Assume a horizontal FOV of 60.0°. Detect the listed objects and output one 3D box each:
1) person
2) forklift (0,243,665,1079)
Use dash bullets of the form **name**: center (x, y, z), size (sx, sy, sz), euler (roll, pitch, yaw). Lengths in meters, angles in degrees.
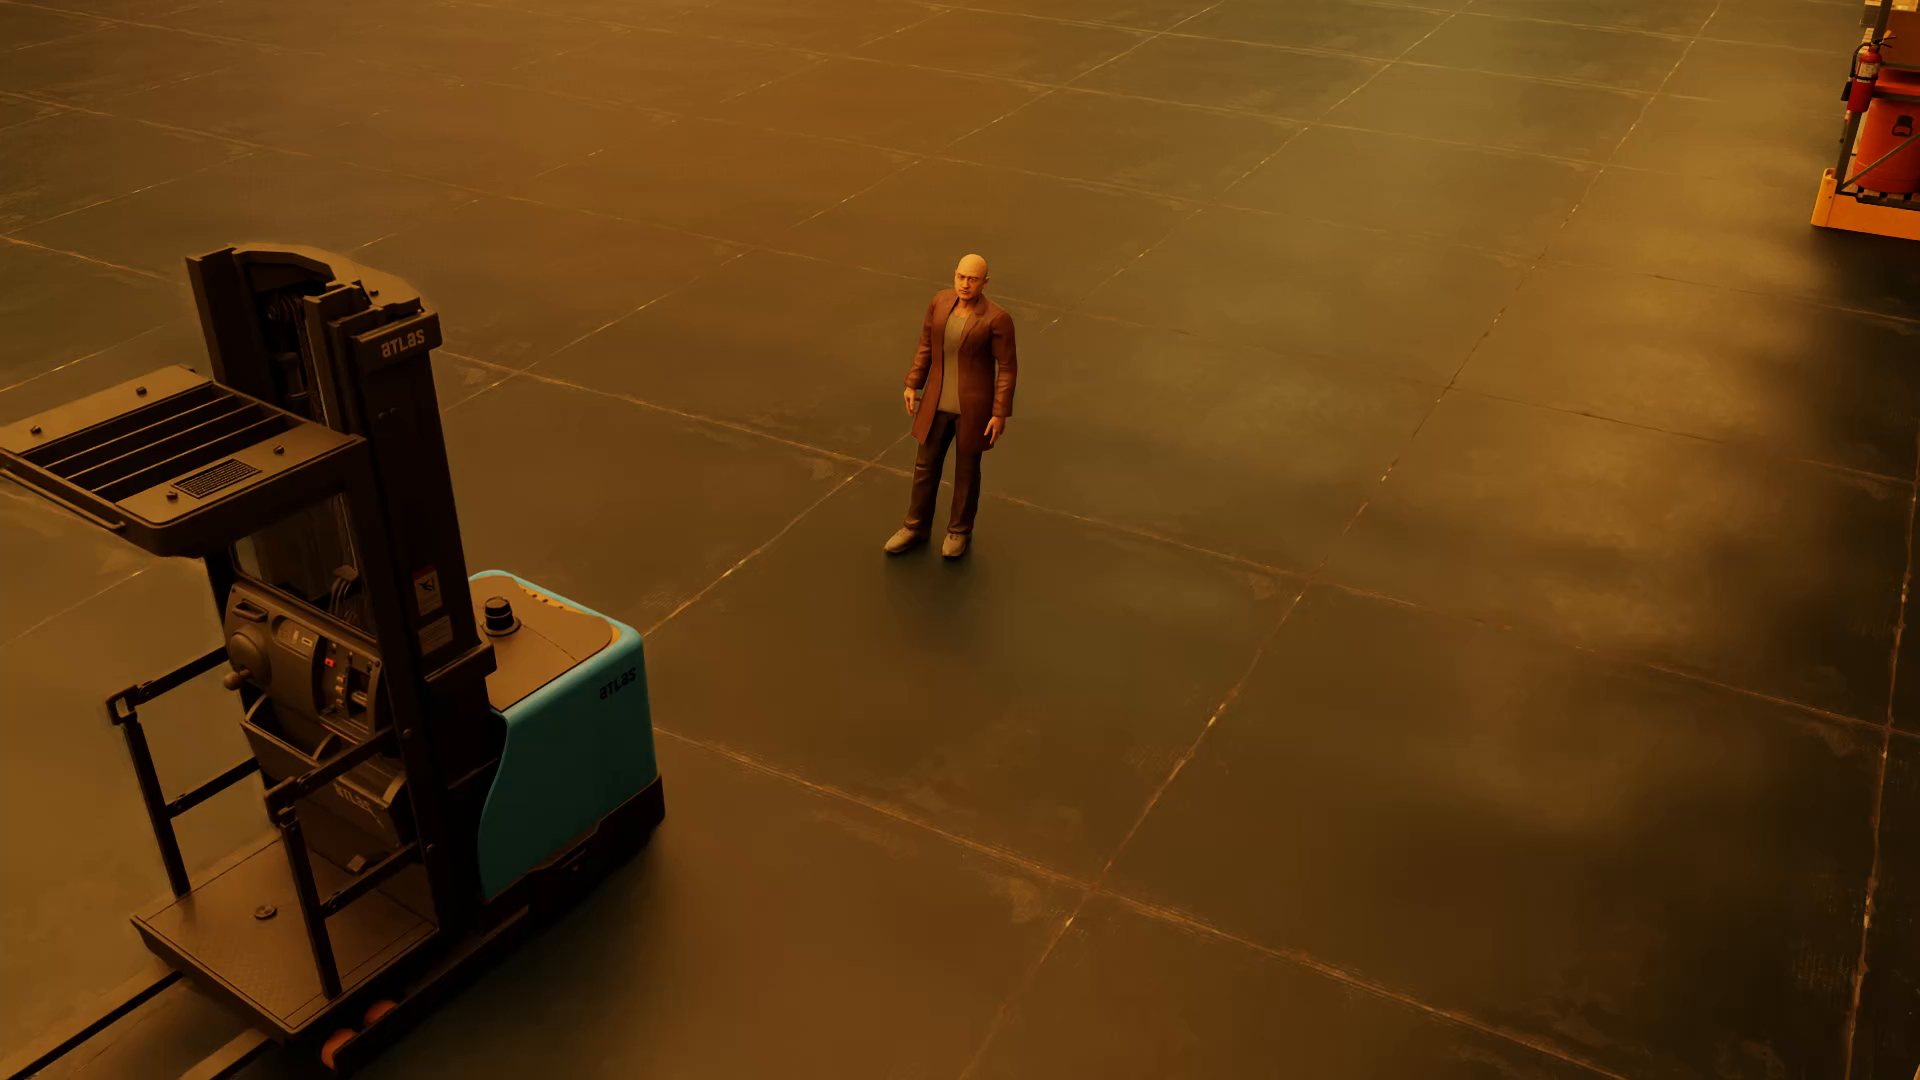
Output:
- **person**: center (-0.048, -0.704, 9.507), size (0.696, 1.698, 0.582), euler (15, 33, 25)
- **forklift**: center (-2.622, 0.514, 6.181), size (1.130, 2.935, 3.031), euler (20, 35, 30)
